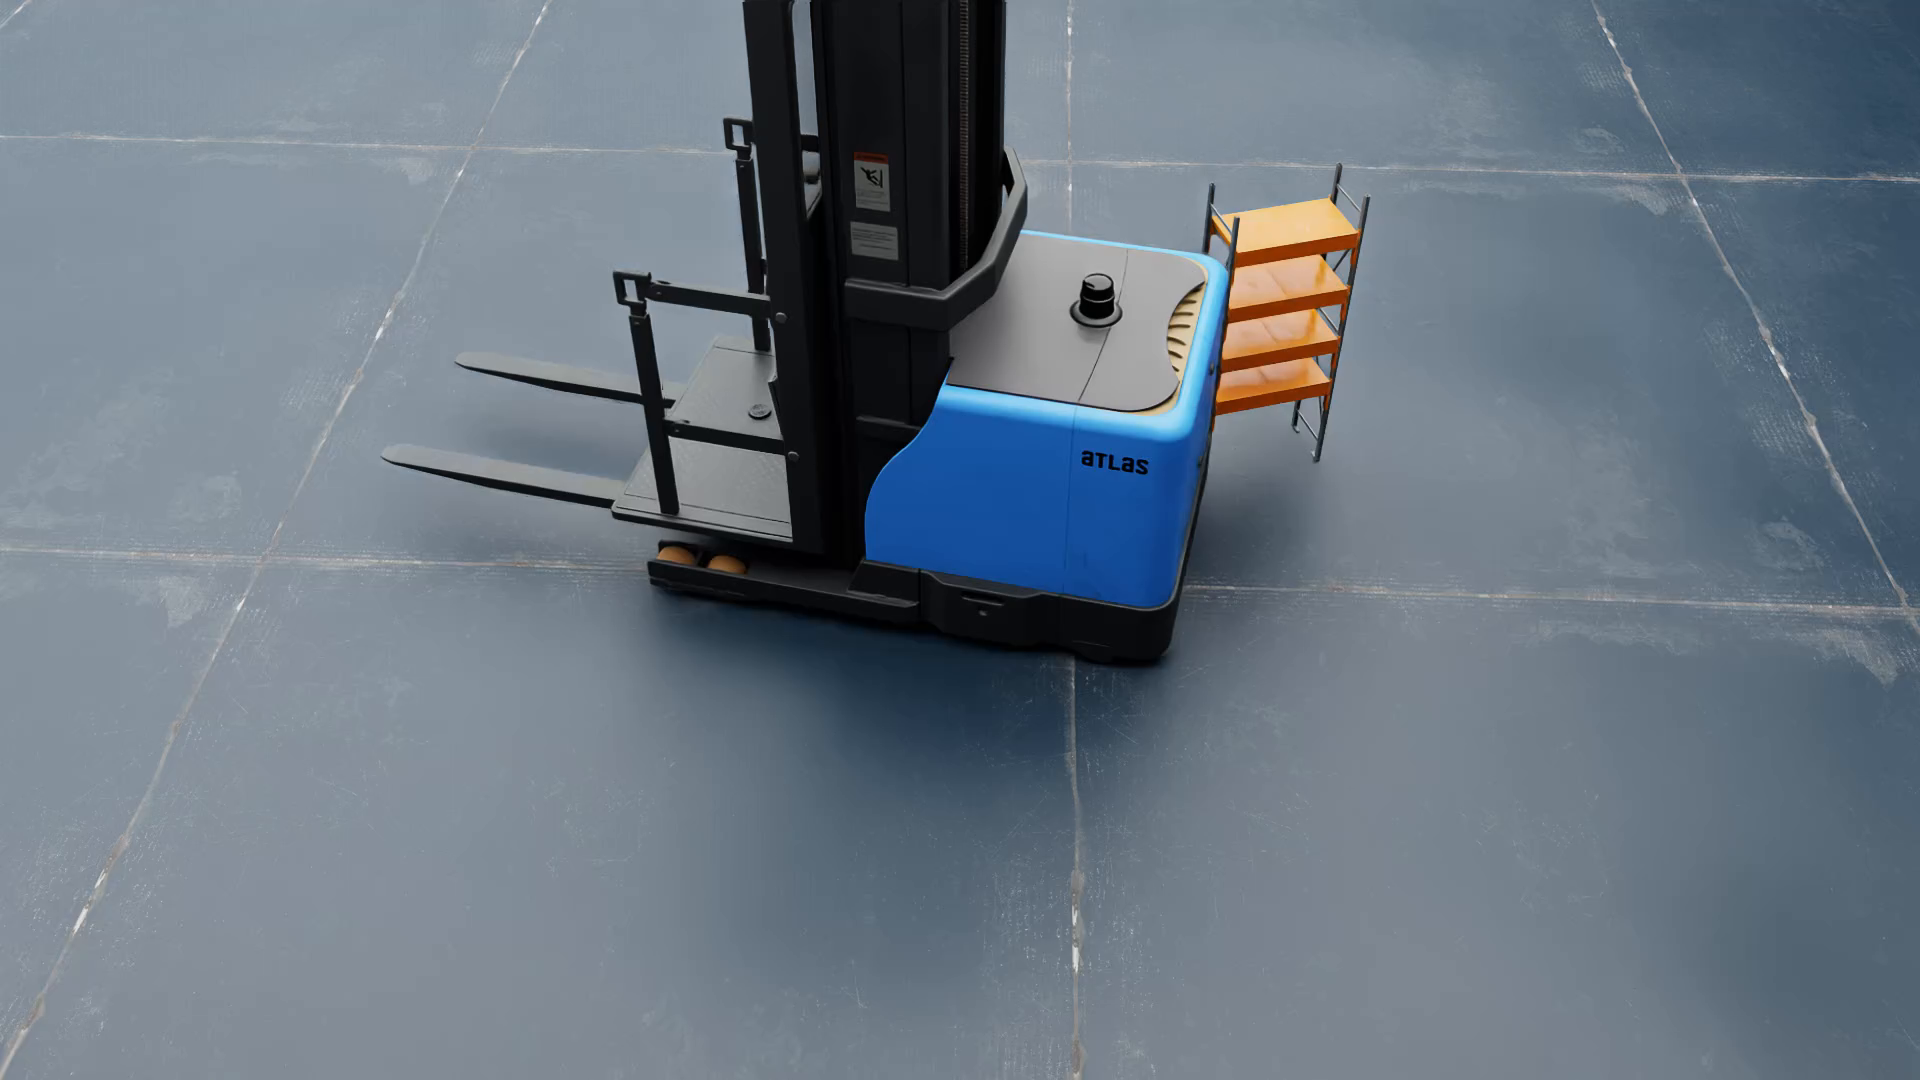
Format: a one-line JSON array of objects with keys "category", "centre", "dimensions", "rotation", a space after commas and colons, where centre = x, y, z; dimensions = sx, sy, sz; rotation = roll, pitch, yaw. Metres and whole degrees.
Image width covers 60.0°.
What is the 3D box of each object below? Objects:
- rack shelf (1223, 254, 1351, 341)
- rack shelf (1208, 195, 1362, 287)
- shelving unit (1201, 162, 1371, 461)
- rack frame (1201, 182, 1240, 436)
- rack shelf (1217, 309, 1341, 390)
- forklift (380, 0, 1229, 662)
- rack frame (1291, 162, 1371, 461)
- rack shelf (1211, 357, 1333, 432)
[{"category": "rack shelf", "centre": [1.150, -0.899, 6.105], "dimensions": [0.480, 0.148, 0.258], "rotation": [-11, 44, -12]}, {"category": "rack shelf", "centre": [1.150, -1.072, 5.944], "dimensions": [0.480, 0.148, 0.258], "rotation": [-11, 44, -12]}, {"category": "shelving unit", "centre": [1.150, -0.784, 6.212], "dimensions": [0.503, 1.200, 0.258], "rotation": [-11, 44, -12]}, {"category": "rack frame", "centre": [0.916, -0.738, 6.162], "dimensions": [0.015, 1.200, 0.240], "rotation": [-11, 44, -12]}, {"category": "rack shelf", "centre": [1.150, -0.735, 6.258], "dimensions": [0.480, 0.148, 0.258], "rotation": [-11, 44, -12]}, {"category": "forklift", "centre": [-0.638, -1.192, 5.380], "dimensions": [3.031, 2.935, 1.130], "rotation": [10, 44, 10]}, {"category": "rack frame", "centre": [1.385, -0.831, 6.261], "dimensions": [0.015, 1.200, 0.240], "rotation": [-11, 44, -12]}, {"category": "rack shelf", "centre": [1.150, -0.590, 6.393], "dimensions": [0.480, 0.148, 0.258], "rotation": [-11, 44, -12]}]
